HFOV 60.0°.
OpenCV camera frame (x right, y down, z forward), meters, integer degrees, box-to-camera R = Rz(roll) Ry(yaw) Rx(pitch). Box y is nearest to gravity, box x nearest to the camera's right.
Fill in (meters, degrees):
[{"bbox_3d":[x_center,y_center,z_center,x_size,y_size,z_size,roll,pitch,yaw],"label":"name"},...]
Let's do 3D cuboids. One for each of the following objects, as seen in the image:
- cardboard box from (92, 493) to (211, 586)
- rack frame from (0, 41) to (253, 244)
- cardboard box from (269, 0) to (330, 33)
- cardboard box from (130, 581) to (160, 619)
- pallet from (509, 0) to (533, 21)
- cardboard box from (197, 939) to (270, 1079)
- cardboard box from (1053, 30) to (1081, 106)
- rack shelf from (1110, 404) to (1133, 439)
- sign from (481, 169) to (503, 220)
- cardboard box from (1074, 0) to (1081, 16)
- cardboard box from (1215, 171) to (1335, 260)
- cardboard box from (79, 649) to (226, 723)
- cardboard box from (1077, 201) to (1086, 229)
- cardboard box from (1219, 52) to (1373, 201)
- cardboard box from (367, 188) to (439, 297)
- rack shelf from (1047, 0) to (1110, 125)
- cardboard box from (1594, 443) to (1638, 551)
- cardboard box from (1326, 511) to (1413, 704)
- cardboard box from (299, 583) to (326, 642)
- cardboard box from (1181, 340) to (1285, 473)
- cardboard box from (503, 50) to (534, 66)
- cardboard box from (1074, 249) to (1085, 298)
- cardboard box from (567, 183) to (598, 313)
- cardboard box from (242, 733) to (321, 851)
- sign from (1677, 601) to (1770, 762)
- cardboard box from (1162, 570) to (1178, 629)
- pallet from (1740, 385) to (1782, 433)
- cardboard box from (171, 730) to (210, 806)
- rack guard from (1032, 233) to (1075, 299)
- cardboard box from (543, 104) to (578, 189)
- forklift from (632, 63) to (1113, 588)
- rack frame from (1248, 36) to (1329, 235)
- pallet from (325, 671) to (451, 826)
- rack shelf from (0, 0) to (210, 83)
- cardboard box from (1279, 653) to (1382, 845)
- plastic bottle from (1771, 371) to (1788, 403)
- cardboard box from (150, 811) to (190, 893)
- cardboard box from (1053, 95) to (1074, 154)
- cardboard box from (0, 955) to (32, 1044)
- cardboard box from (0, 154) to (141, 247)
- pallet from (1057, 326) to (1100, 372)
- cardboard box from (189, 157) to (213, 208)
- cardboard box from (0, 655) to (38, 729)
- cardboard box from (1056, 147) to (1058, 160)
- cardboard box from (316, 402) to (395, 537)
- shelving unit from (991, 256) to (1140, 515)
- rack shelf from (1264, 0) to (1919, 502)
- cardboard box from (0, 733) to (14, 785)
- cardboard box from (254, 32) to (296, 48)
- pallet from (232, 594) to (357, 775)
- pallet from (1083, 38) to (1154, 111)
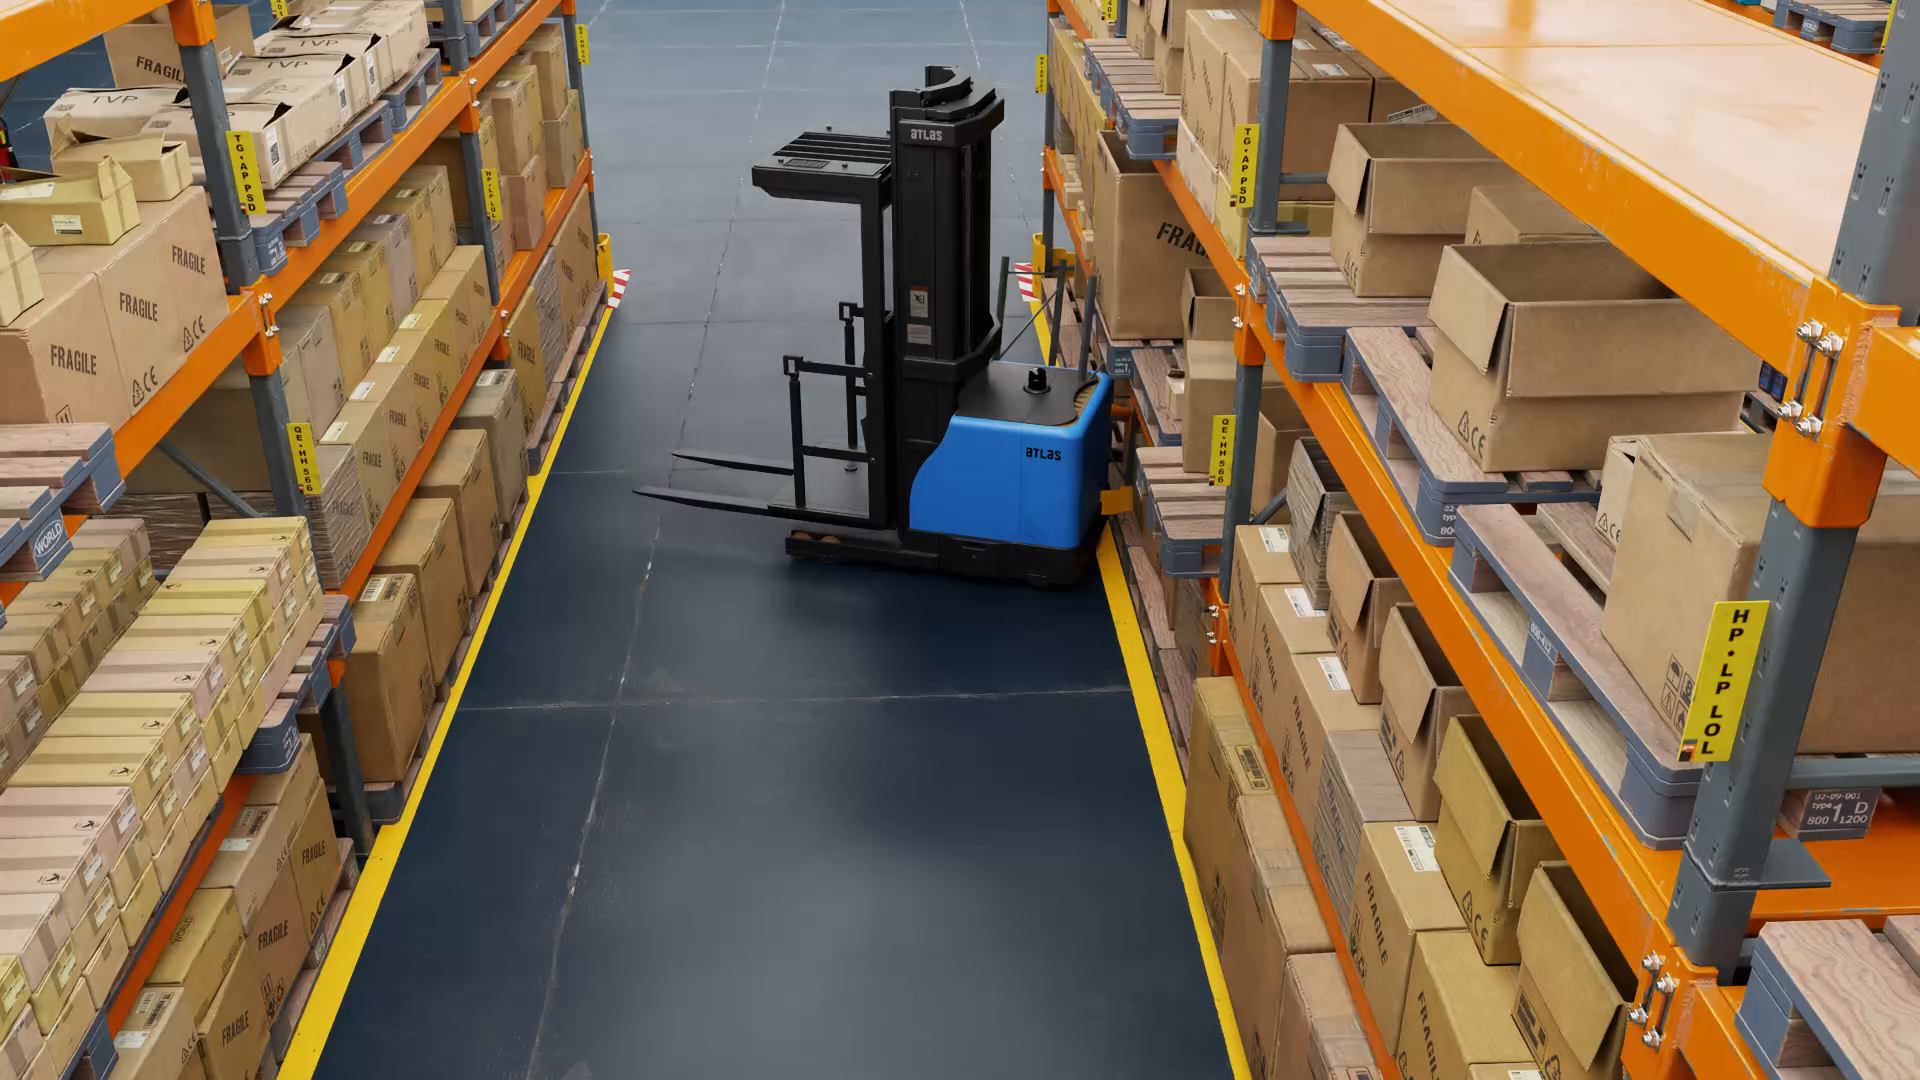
[{"bbox_3d":[-3.591,-0.090,7.571,0.500,0.500,0.500,-1,28,-3],"label":"cardboard box"},{"bbox_3d":[-3.300,-2.504,5.820,1.000,3.000,0.127,-1,28,-3],"label":"rack frame"},{"bbox_3d":[-3.726,-2.907,9.420,0.258,0.266,0.396,-2,28,-3],"label":"cardboard box"},{"bbox_3d":[-3.478,0.293,6.763,0.380,0.149,0.250,-2,28,-3],"label":"cardboard box"},{"bbox_3d":[-3.601,-3.922,11.878,1.003,0.211,1.213,-1,28,-3],"label":"pallet"},{"bbox_3d":[-2.937,1.859,6.190,0.500,0.500,0.500,-3,28,-5],"label":"cardboard box"},{"bbox_3d":[1.017,-3.740,13.165,0.500,0.500,0.500,-1,28,-3],"label":"cardboard box"},{"bbox_3d":[0.665,-0.849,10.867,0.538,0.185,1.000,-3,16,-30],"label":"rack shelf"},{"bbox_3d":[-2.967,-2.187,10.533,0.100,0.325,0.005,-1,28,-3],"label":"sign"},{"bbox_3d":[1.095,-3.939,11.978,0.500,0.250,0.500,-1,28,-1],"label":"cardboard box"},{"bbox_3d":[1.389,-1.394,7.098,0.500,0.250,0.500,-1,28,-3],"label":"cardboard box"},{"bbox_3d":[-2.767,0.504,5.714,0.380,0.149,0.250,-1,28,-3],"label":"cardboard box"},{"bbox_3d":[1.082,-2.438,12.453,0.380,0.149,0.250,-1,28,-3],"label":"cardboard box"},{"bbox_3d":[1.384,-1.727,6.926,0.500,0.500,0.500,-1,28,-1],"label":"cardboard box"},{"bbox_3d":[-3.448,-1.712,9.600,0.700,0.500,0.500,-2,28,-3],"label":"cardboard box"},{"bbox_3d":[1.346,-3.699,12.133,1.077,0.370,4.000,-1,28,-3],"label":"rack shelf"},{"bbox_3d":[1.900,-0.055,4.011,0.500,0.311,0.500,-2,28,-4],"label":"cardboard box"},{"bbox_3d":[1.712,0.233,5.867,0.797,0.503,0.637,-1,28,-1],"label":"cardboard box"},{"bbox_3d":[-2.815,0.298,6.753,0.380,0.149,0.250,-1,28,-2],"label":"cardboard box"},{"bbox_3d":[1.462,-0.651,8.193,0.700,0.500,0.500,3,28,5],"label":"cardboard box"},{"bbox_3d":[-3.722,-3.398,12.691,0.875,0.550,0.550,-1,28,-3],"label":"cardboard box"},{"bbox_3d":[1.257,-2.401,14.358,0.500,0.500,0.500,4,28,7],"label":"cardboard box"},{"bbox_3d":[-3.616,-2.471,14.088,0.875,0.875,0.875,-1,28,-2],"label":"cardboard box"},{"bbox_3d":[-3.002,1.055,6.921,0.500,0.250,0.500,-2,28,-4],"label":"cardboard box"},{"bbox_3d":[1.326,0.249,2.886,0.100,0.325,0.005,-1,28,-3],"label":"sign"},{"bbox_3d":[1.526,0.170,9.408,0.700,0.500,0.500,1,28,2],"label":"cardboard box"},{"bbox_3d":[6.403,-0.959,12.360,1.003,0.211,1.213,-1,28,-3],"label":"pallet"},{"bbox_3d":[-2.750,0.762,5.541,0.380,0.149,0.250,-1,28,-1],"label":"cardboard box"},{"bbox_3d":[1.245,-2.468,14.942,1.175,0.500,0.348,-1,28,-3],"label":"rack guard"},{"bbox_3d":[-3.602,-3.181,13.444,0.875,0.550,0.550,-1,28,-3],"label":"cardboard box"},{"bbox_3d":[-0.604,-1.379,10.225,3.031,2.935,1.130,8,28,14],"label":"forklift"},{"bbox_3d":[1.659,-2.577,5.960,1.000,3.000,0.127,-1,28,-3],"label":"rack frame"},{"bbox_3d":[-3.266,1.026,8.554,1.003,0.211,1.213,-1,28,-3],"label":"pallet"},{"bbox_3d":[-3.195,-1.084,4.308,1.077,0.370,4.000,-1,28,-3],"label":"rack shelf"},{"bbox_3d":[1.472,0.744,5.971,0.500,0.500,0.500,-2,28,-4],"label":"cardboard box"},{"bbox_3d":[6.075,-1.195,12.186,0.144,0.351,0.185,-2,28,-4],"label":"plastic bottle"},{"bbox_3d":[-2.736,1.016,5.376,0.380,0.149,0.250,-3,28,-5],"label":"cardboard box"},{"bbox_3d":[1.242,-3.533,13.851,0.875,0.500,0.500,-1,28,-3],"label":"cardboard box"},{"bbox_3d":[-2.683,1.225,4.333,0.380,0.149,0.250,-1,28,-2],"label":"cardboard box"},{"bbox_3d":[-2.977,-1.141,5.514,0.396,0.266,0.258,-1,28,-3],"label":"cardboard box"},{"bbox_3d":[1.313,-1.402,13.210,1.003,0.211,1.213,-1,28,-3],"label":"pallet"},{"bbox_3d":[-3.157,-1.451,6.755,0.380,0.149,0.250,-2,28,-5],"label":"cardboard box"},{"bbox_3d":[-3.415,0.520,5.683,0.380,0.149,0.250,0,28,0],"label":"cardboard box"},{"bbox_3d":[1.012,-3.247,14.003,0.380,0.149,0.250,-1,28,-3],"label":"cardboard box"},{"bbox_3d":[-3.083,-0.337,8.044,0.500,0.500,0.500,-2,28,-3],"label":"cardboard box"},{"bbox_3d":[0.686,-1.020,10.816,0.587,1.500,1.083,-3,16,-30],"label":"shelving unit"},{"bbox_3d":[1.763,-1.157,4.448,1.077,0.370,4.000,-1,28,-3],"label":"rack shelf"},{"bbox_3d":[-3.406,0.772,5.522,0.380,0.149,0.250,-2,28,-3],"label":"cardboard box"},{"bbox_3d":[-3.702,-2.655,9.064,0.250,0.149,0.380,-1,28,-3],"label":"cardboard box"},{"bbox_3d":[-3.156,0.568,6.626,1.213,0.211,1.003,-1,28,-3],"label":"pallet"},{"bbox_3d":[1.376,-2.723,9.687,1.213,0.211,1.003,-1,28,-3],"label":"pallet"}]
